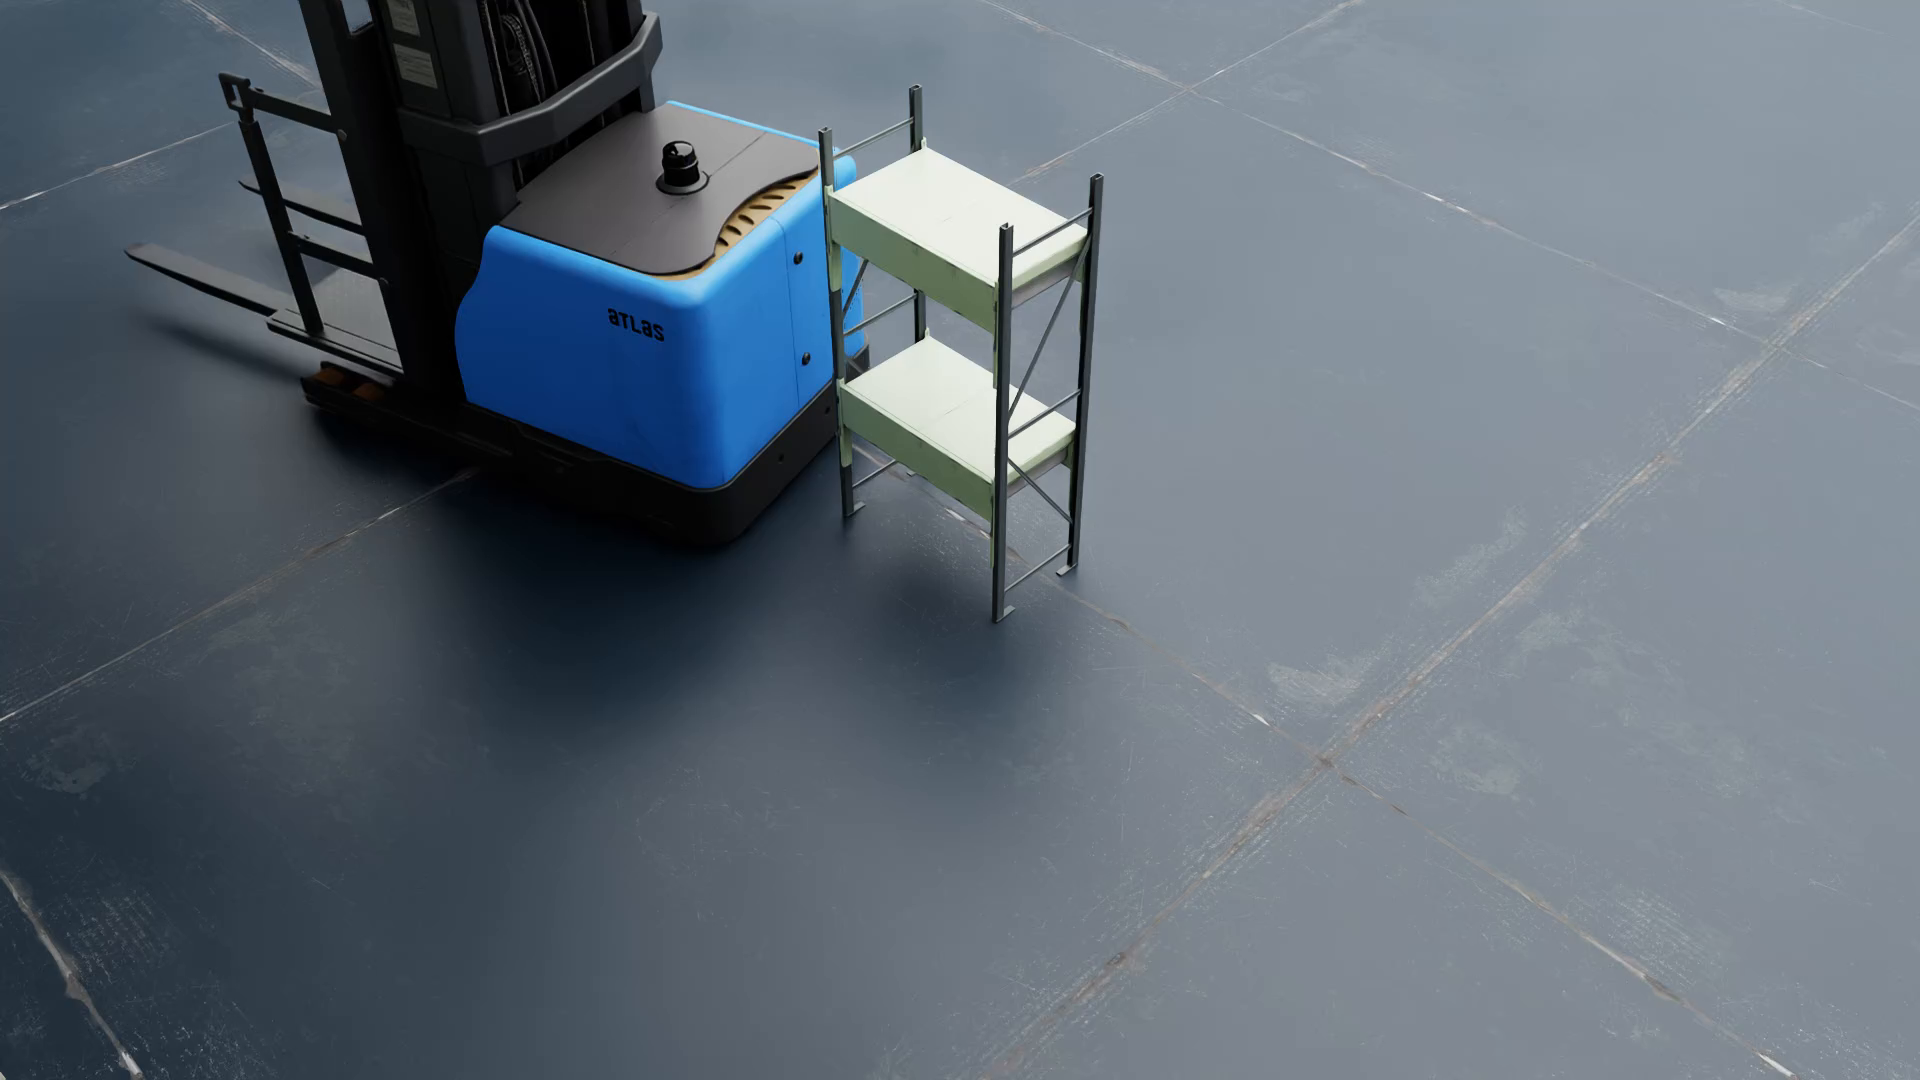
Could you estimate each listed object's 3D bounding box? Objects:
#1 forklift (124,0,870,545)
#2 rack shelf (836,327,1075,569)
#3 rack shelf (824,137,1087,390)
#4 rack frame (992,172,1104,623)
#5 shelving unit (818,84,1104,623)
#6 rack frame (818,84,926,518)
[{"bbox_3d":[-1.876,-1.785,5.522,3.031,2.935,1.130,20,46,21],"label":"forklift"},{"bbox_3d":[-0.005,-0.315,5.466,0.431,0.370,0.720,-34,53,-31],"label":"rack shelf"},{"bbox_3d":[-0.005,-0.841,4.980,0.431,0.370,0.720,-34,53,-31],"label":"rack shelf"},{"bbox_3d":[0.254,-0.378,5.054,0.400,1.500,0.023,-34,53,-31],"label":"rack frame"},{"bbox_3d":[-0.005,-0.554,5.244,0.431,1.500,0.755,-34,53,-31],"label":"shelving unit"},{"bbox_3d":[-0.263,-0.730,5.435,0.400,1.500,0.023,-34,53,-31],"label":"rack frame"}]
